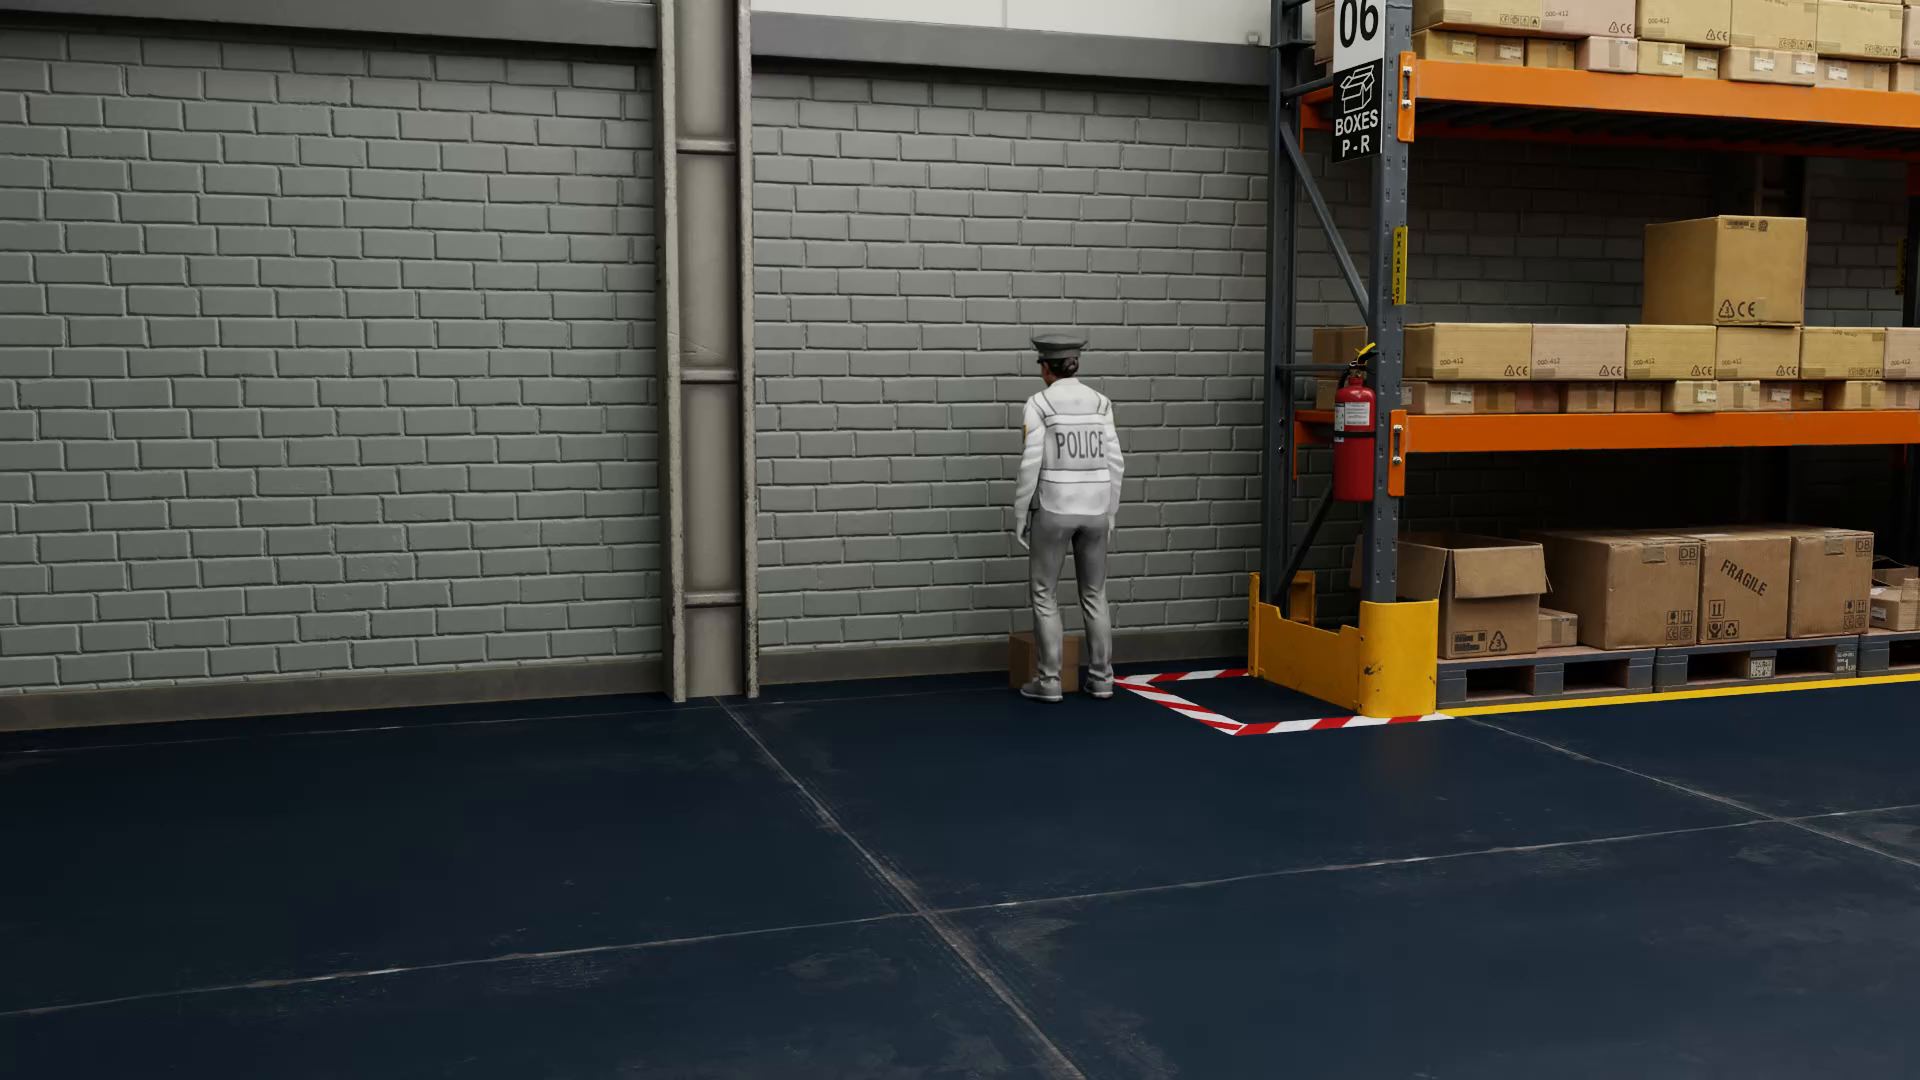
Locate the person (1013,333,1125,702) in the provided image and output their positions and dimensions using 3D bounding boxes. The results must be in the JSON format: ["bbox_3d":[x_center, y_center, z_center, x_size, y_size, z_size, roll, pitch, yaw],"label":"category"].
[{"bbox_3d":[0.488,-0.101,7.534,0.514,1.662,0.372,-2,6,-21],"label":"person"}]
